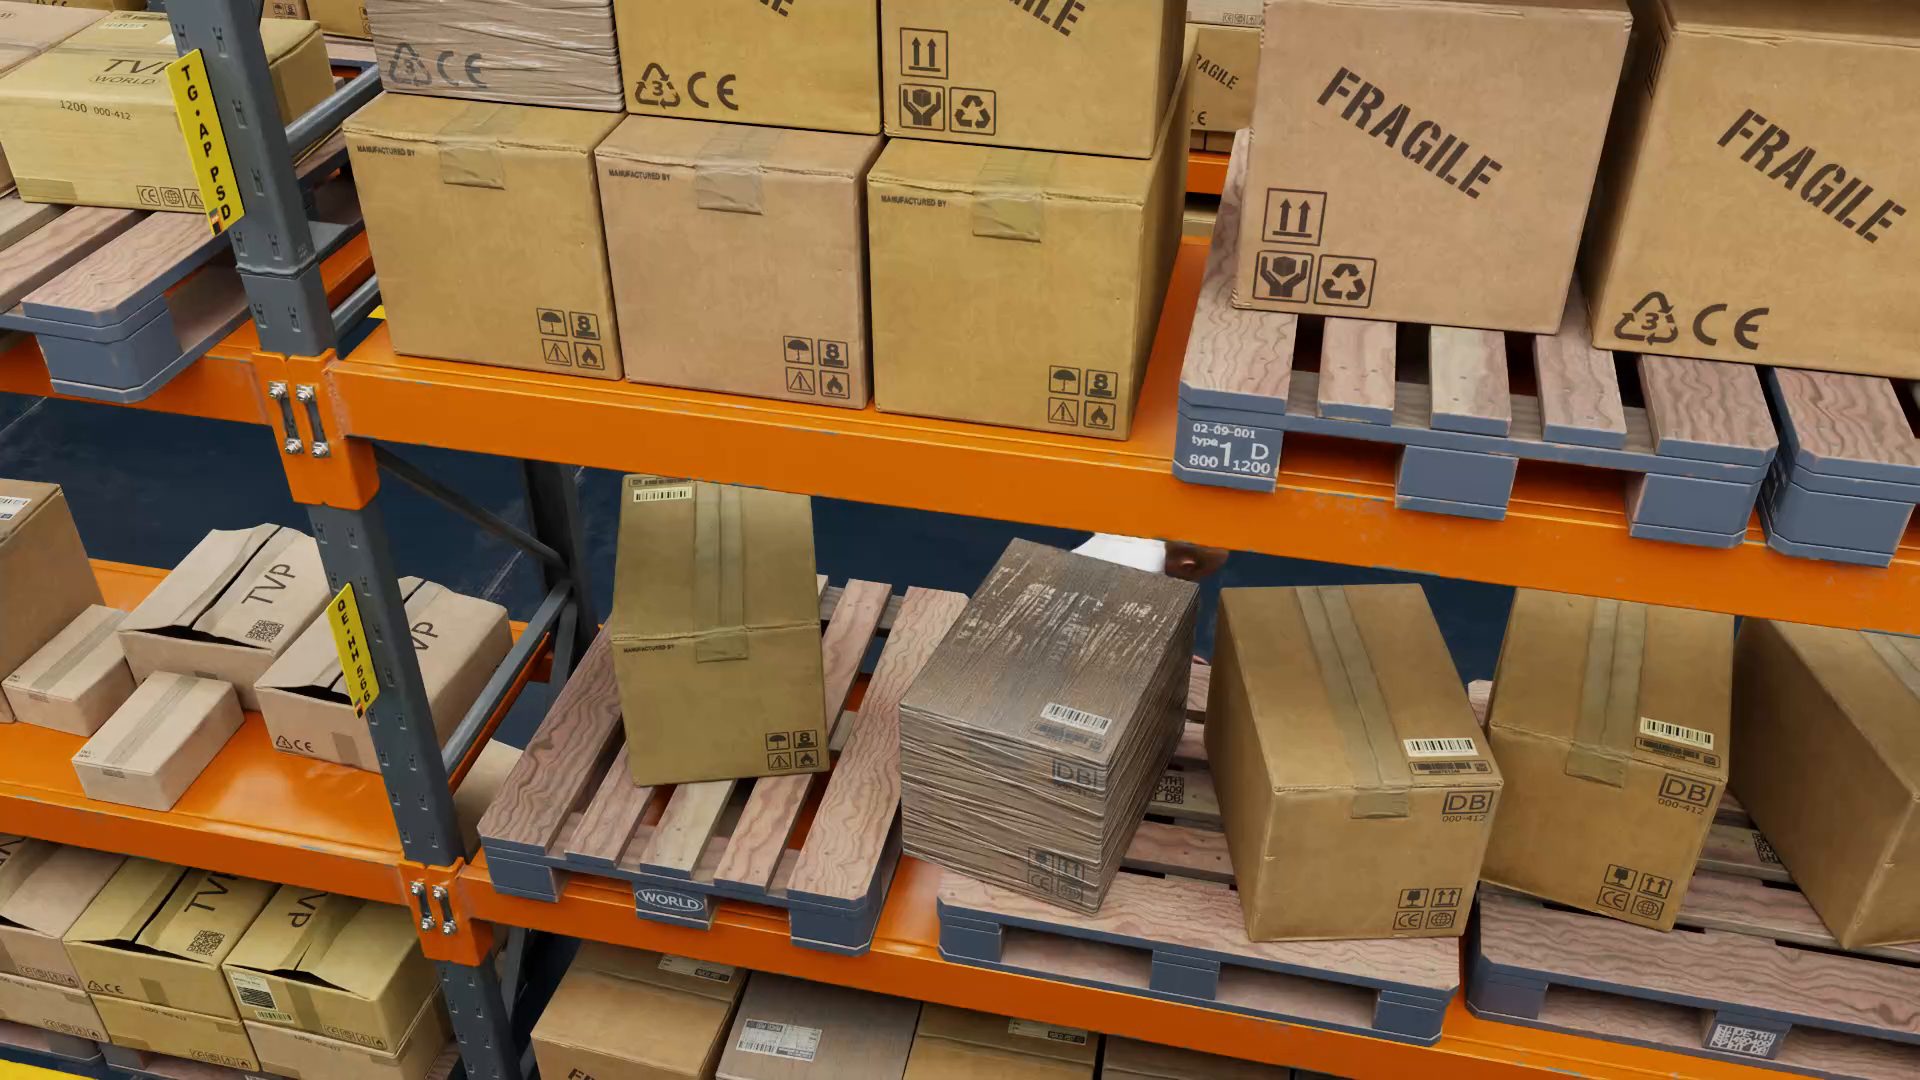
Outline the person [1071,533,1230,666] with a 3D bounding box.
[{"bbox_3d":[0.525,0.423,6.013,0.793,1.271,0.631,7,37,10],"label":"person"}]
